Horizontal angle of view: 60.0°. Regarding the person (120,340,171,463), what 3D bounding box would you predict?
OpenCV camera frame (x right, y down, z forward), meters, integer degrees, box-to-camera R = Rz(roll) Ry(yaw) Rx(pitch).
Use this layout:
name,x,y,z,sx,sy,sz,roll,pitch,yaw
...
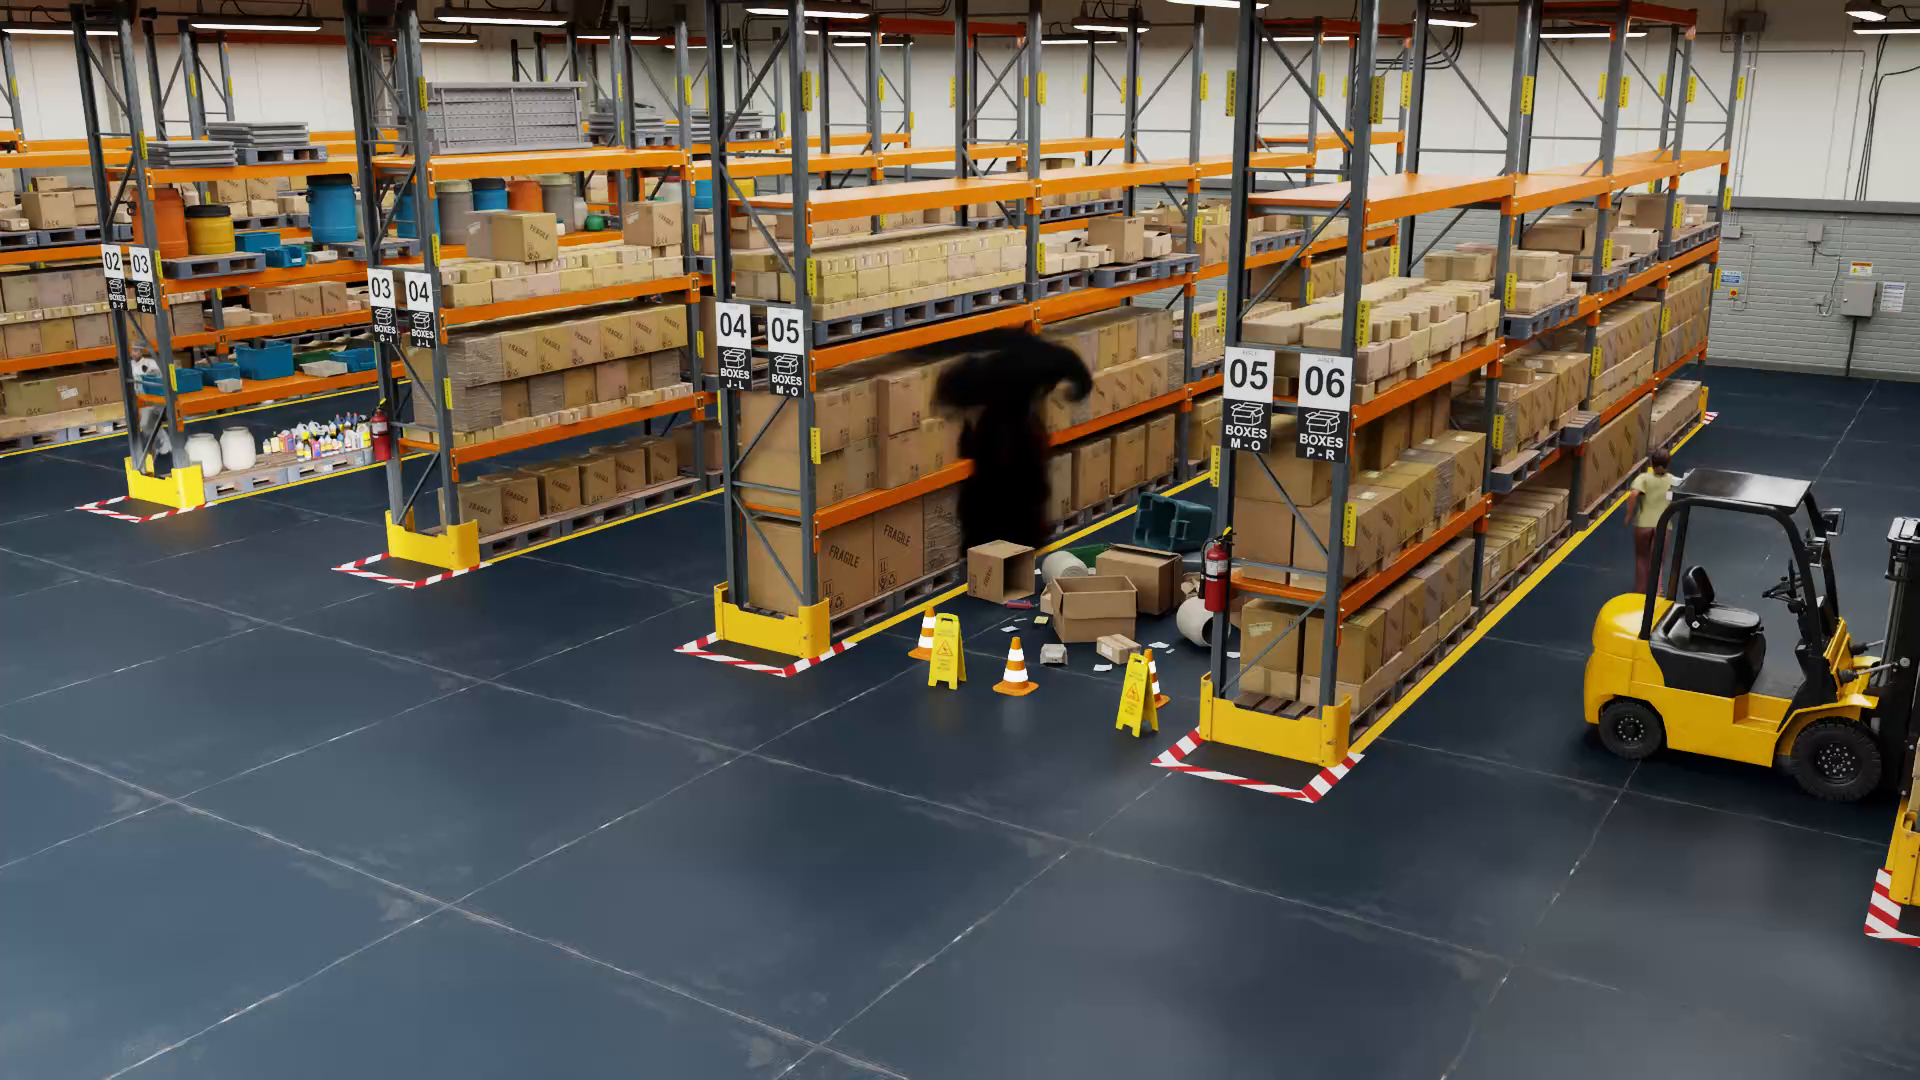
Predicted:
name,x,y,z,sx,sy,sz,roll,pitch,yaw
person,-11.233,-1.909,22.953,0.549,1.736,0.813,5,16,16

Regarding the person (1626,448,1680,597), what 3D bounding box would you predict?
name,x,y,z,sx,sy,sz,roll,pitch,yaw
person,6.883,-0.074,16.477,0.570,1.626,0.841,6,17,19
